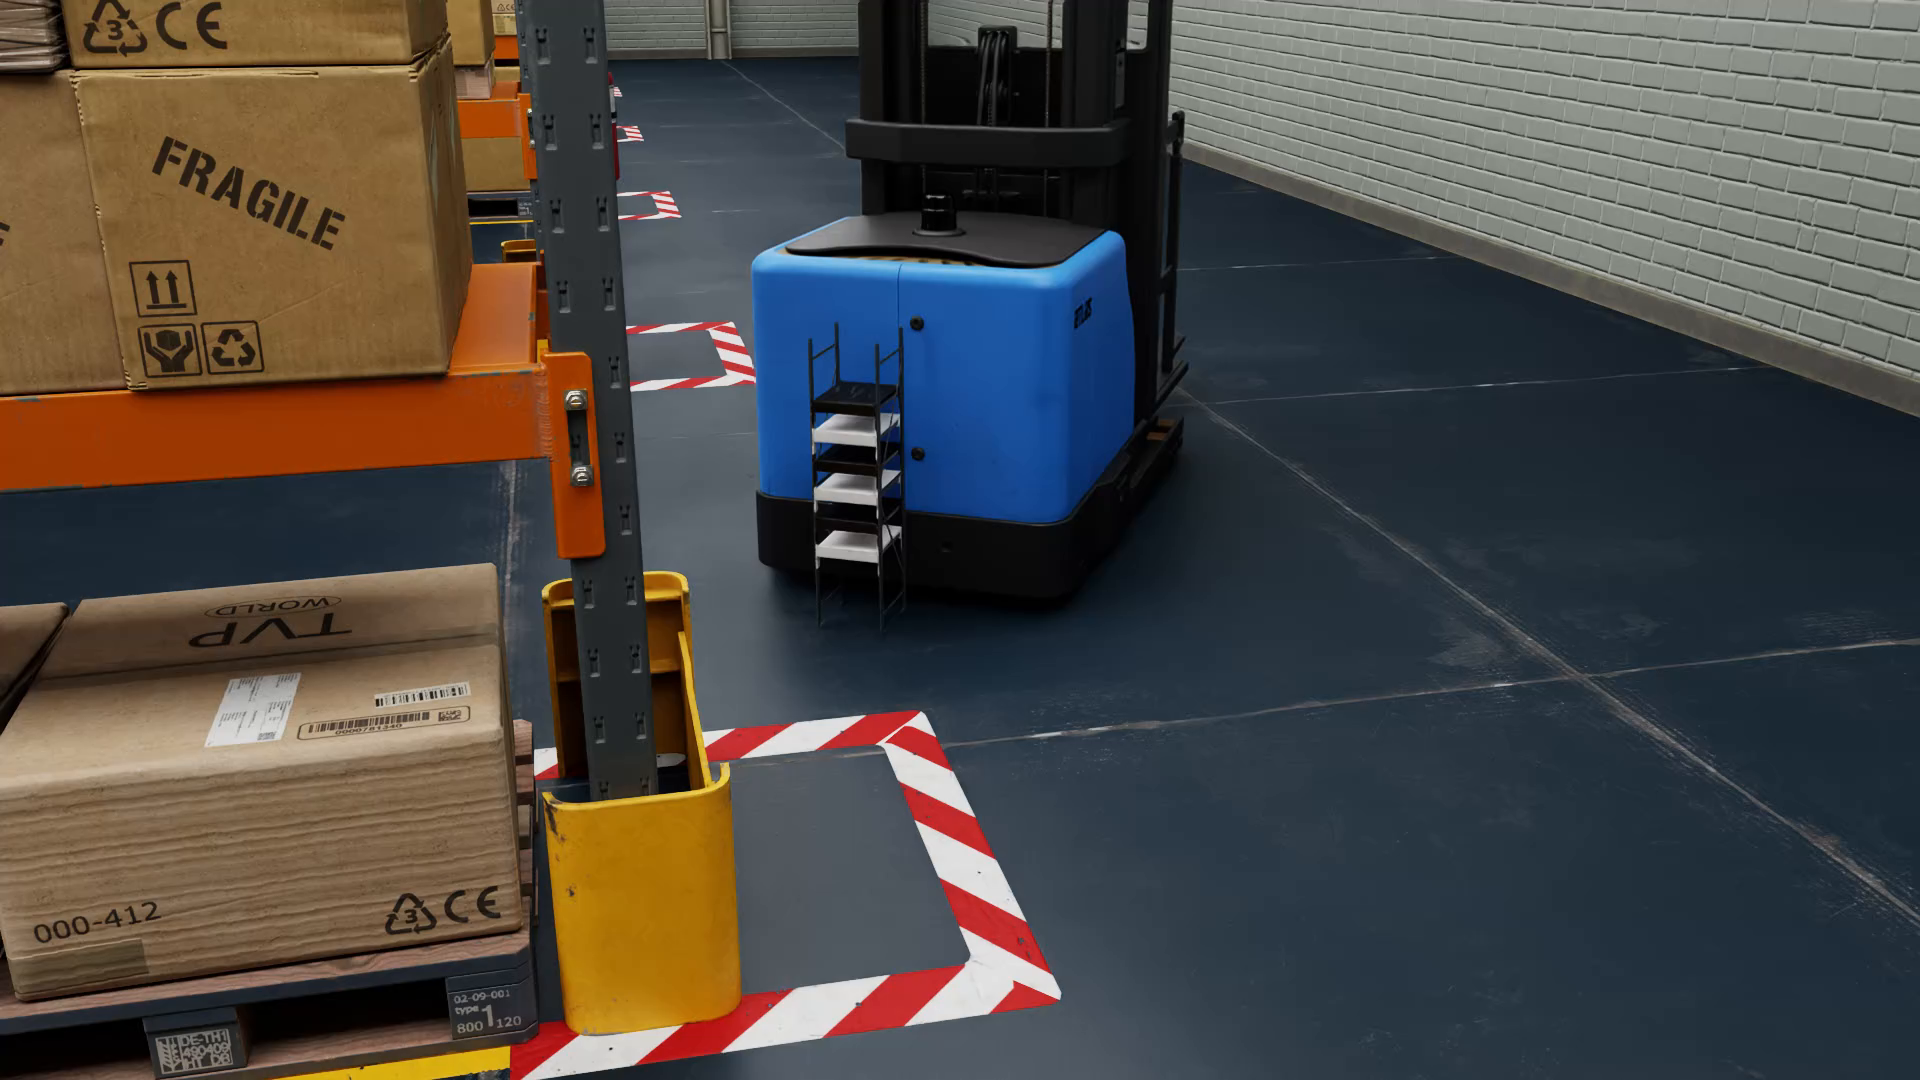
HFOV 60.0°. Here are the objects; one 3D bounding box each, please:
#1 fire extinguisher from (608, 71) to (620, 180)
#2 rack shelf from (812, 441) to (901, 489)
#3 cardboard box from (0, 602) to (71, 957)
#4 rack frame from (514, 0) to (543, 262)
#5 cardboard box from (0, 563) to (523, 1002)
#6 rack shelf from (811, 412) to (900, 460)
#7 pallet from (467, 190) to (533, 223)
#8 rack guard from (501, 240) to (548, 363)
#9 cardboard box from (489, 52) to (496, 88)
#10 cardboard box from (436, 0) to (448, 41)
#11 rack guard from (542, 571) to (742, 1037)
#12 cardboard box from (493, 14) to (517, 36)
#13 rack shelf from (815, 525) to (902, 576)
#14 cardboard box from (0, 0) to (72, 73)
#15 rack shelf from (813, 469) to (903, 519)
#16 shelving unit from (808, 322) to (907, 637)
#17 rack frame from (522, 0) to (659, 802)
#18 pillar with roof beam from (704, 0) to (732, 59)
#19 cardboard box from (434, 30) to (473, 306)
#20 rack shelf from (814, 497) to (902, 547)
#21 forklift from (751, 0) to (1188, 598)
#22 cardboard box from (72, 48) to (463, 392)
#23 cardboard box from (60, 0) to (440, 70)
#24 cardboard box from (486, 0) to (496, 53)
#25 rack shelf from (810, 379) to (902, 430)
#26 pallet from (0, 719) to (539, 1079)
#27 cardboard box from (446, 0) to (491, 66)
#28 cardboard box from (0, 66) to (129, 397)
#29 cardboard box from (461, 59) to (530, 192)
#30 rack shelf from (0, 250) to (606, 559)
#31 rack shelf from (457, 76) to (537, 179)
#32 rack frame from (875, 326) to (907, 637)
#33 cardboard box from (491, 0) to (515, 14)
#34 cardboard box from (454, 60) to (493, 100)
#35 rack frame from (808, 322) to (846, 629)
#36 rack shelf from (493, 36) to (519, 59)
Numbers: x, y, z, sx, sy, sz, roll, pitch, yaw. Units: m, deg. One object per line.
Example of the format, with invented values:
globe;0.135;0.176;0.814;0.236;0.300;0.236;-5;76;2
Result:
fire extinguisher;-1.633;-1.958;7.452;0.183;0.674;0.296;-5;21;-12
rack shelf;-0.302;-0.234;4.980;0.200;0.077;0.258;6;21;15
cardboard box;-2.255;0.512;3.170;0.875;0.438;0.875;-4;21;-11
rack frame;-1.985;-2.304;7.742;0.127;3.000;1.000;-5;21;-12
cardboard box;-1.367;0.437;3.375;0.875;0.438;0.875;-5;21;-14
rack shelf;-0.302;-0.318;4.949;0.200;0.077;0.258;6;21;15
pallet;-3.788;-2.573;12.532;1.213;0.211;1.003;-5;21;-12
rack guard;-2.059;-1.124;8.156;0.348;0.500;1.175;-5;21;-12
cardboard box;-2.375;-2.270;8.015;0.250;0.149;0.380;-5;21;-13
cardboard box;-1.280;-1.228;3.208;0.500;0.500;0.500;-5;21;-14
rack guard;-0.724;0.517;3.676;0.348;0.500;1.175;-5;21;-12
cardboard box;-3.298;-3.716;11.962;0.250;0.149;0.380;-4;21;-11
rack shelf;-0.302;0.020;5.073;0.200;0.077;0.258;6;21;15
cardboard box;-1.664;-1.002;2.590;0.500;0.500;0.500;-5;21;-12
rack shelf;-0.302;-0.149;5.011;0.200;0.077;0.258;6;21;15
shelving unit;-0.302;-0.181;4.999;0.210;0.900;0.258;6;21;15
rack frame;-0.747;-0.655;3.241;0.127;3.000;1.000;-5;21;-12
pillar with roof beam;-3.028;-10.825;22.283;0.400;9.000;9.100;-5;21;-12
cardboard box;-1.280;-0.760;3.382;0.500;0.500;0.500;-5;21;-13
rack shelf;-0.302;-0.065;5.042;0.200;0.077;0.258;6;21;15
forklift;0.270;-1.671;6.114;1.130;2.935;3.031;6;21;16
cardboard box;-1.156;-0.575;2.878;0.500;0.500;0.500;-5;21;-12
cardboard box;-1.162;-1.053;2.730;0.500;0.500;0.500;-4;20;-11
cardboard box;-2.485;-2.547;7.829;0.500;0.500;0.500;-4;20;-10
rack shelf;-0.302;-0.403;4.918;0.200;0.077;0.258;6;21;15
pallet;-1.507;0.744;3.476;1.213;0.211;1.003;-5;21;-12
cardboard box;-2.363;-2.369;7.342;0.500;0.500;0.500;-4;21;-11
cardboard box;-1.648;-0.540;2.783;0.500;0.500;0.500;-5;21;-14
cardboard box;-3.632;-3.094;12.378;0.875;0.875;0.875;-5;21;-12
rack shelf;-2.694;-0.159;2.932;4.000;0.370;1.077;-5;21;-12
rack shelf;-3.931;-1.808;7.434;4.000;0.370;1.077;-5;21;-12
rack frame;-0.205;-0.171;4.973;0.006;0.900;0.240;6;21;15
cardboard box;-3.438;-3.914;11.924;0.500;0.250;0.500;-5;21;-13
cardboard box;-2.237;-2.065;7.457;0.250;0.149;0.380;-5;21;-12
rack frame;-0.400;-0.190;5.026;0.006;0.900;0.240;6;21;15
rack shelf;-4.974;-3.476;11.988;4.000;0.370;1.077;-5;21;-12
